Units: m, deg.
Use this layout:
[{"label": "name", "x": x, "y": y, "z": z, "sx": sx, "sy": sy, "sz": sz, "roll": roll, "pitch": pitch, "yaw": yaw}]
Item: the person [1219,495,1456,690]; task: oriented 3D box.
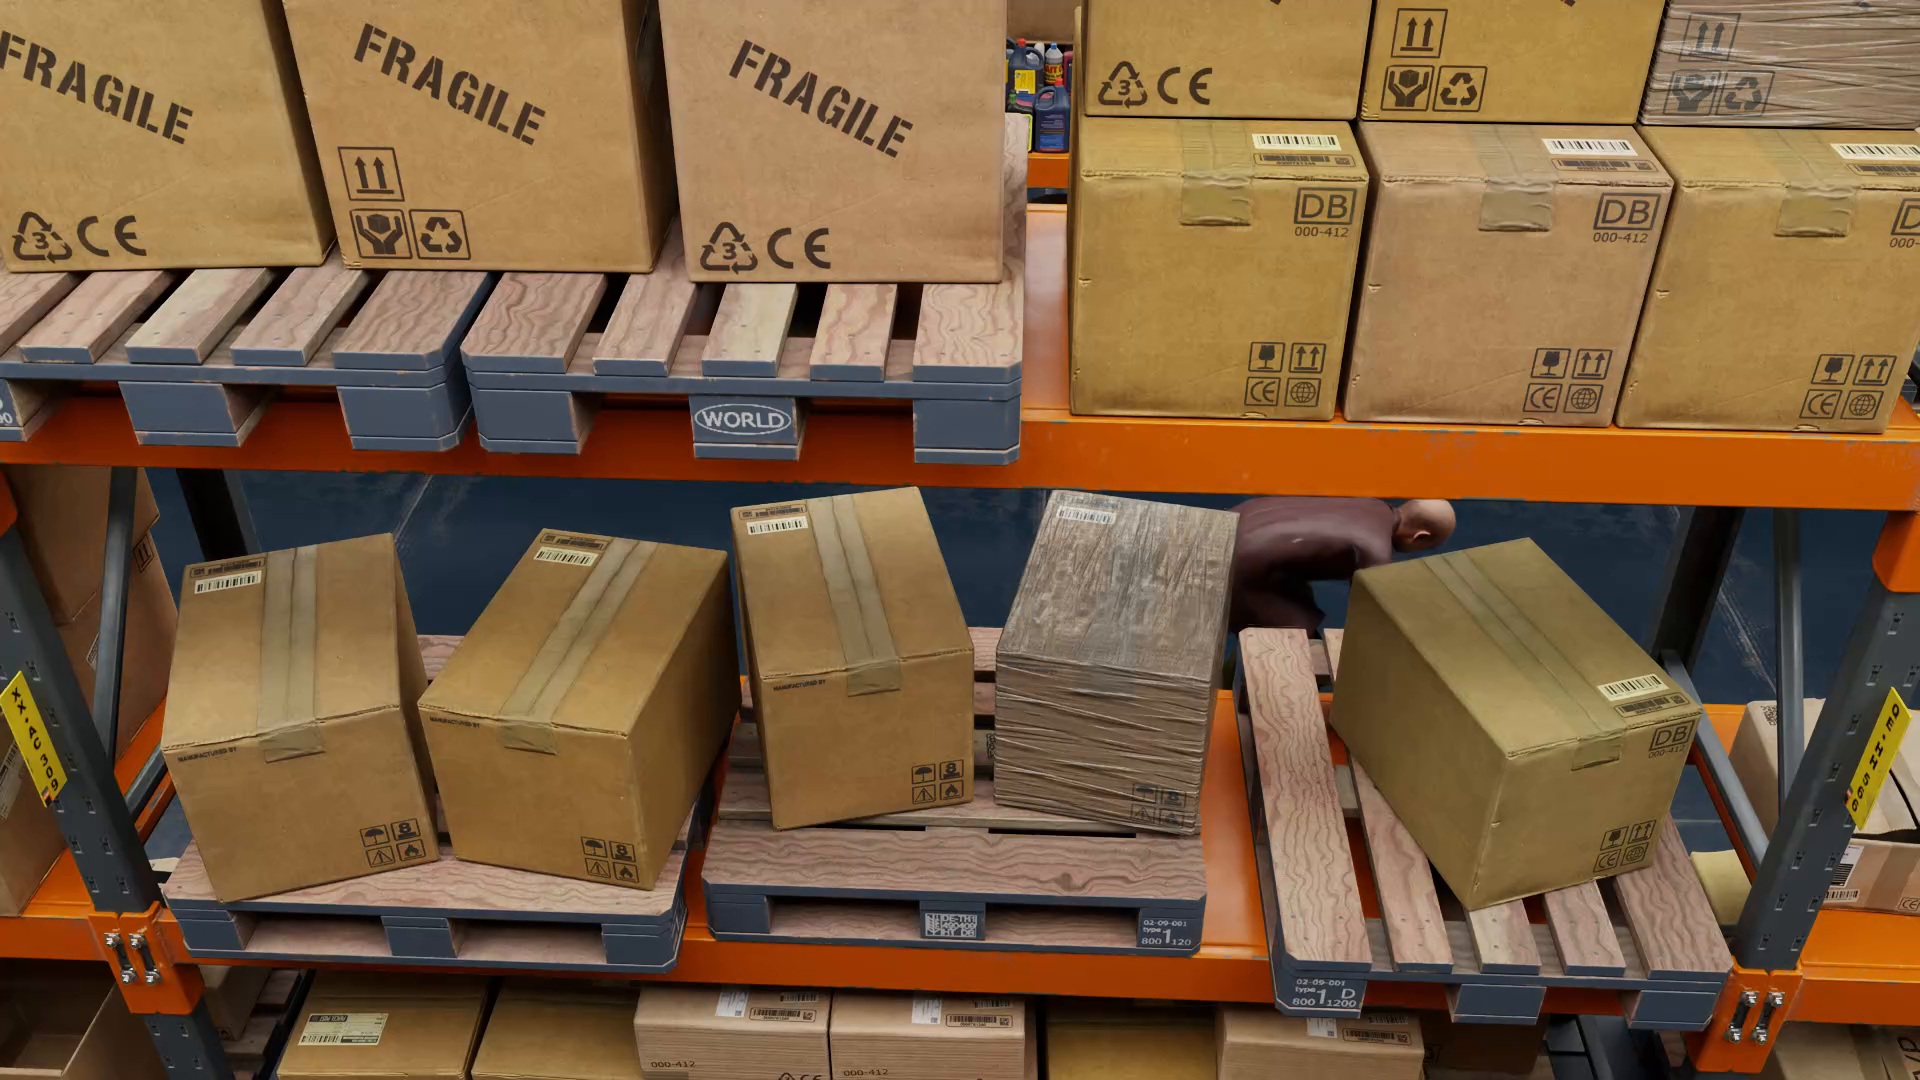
[{"label": "person", "x": 1.348, "y": 0.301, "z": 6.350, "sx": 0.942, "sy": 1.064, "sz": 0.590, "roll": 0, "pitch": 35, "yaw": 0}]
